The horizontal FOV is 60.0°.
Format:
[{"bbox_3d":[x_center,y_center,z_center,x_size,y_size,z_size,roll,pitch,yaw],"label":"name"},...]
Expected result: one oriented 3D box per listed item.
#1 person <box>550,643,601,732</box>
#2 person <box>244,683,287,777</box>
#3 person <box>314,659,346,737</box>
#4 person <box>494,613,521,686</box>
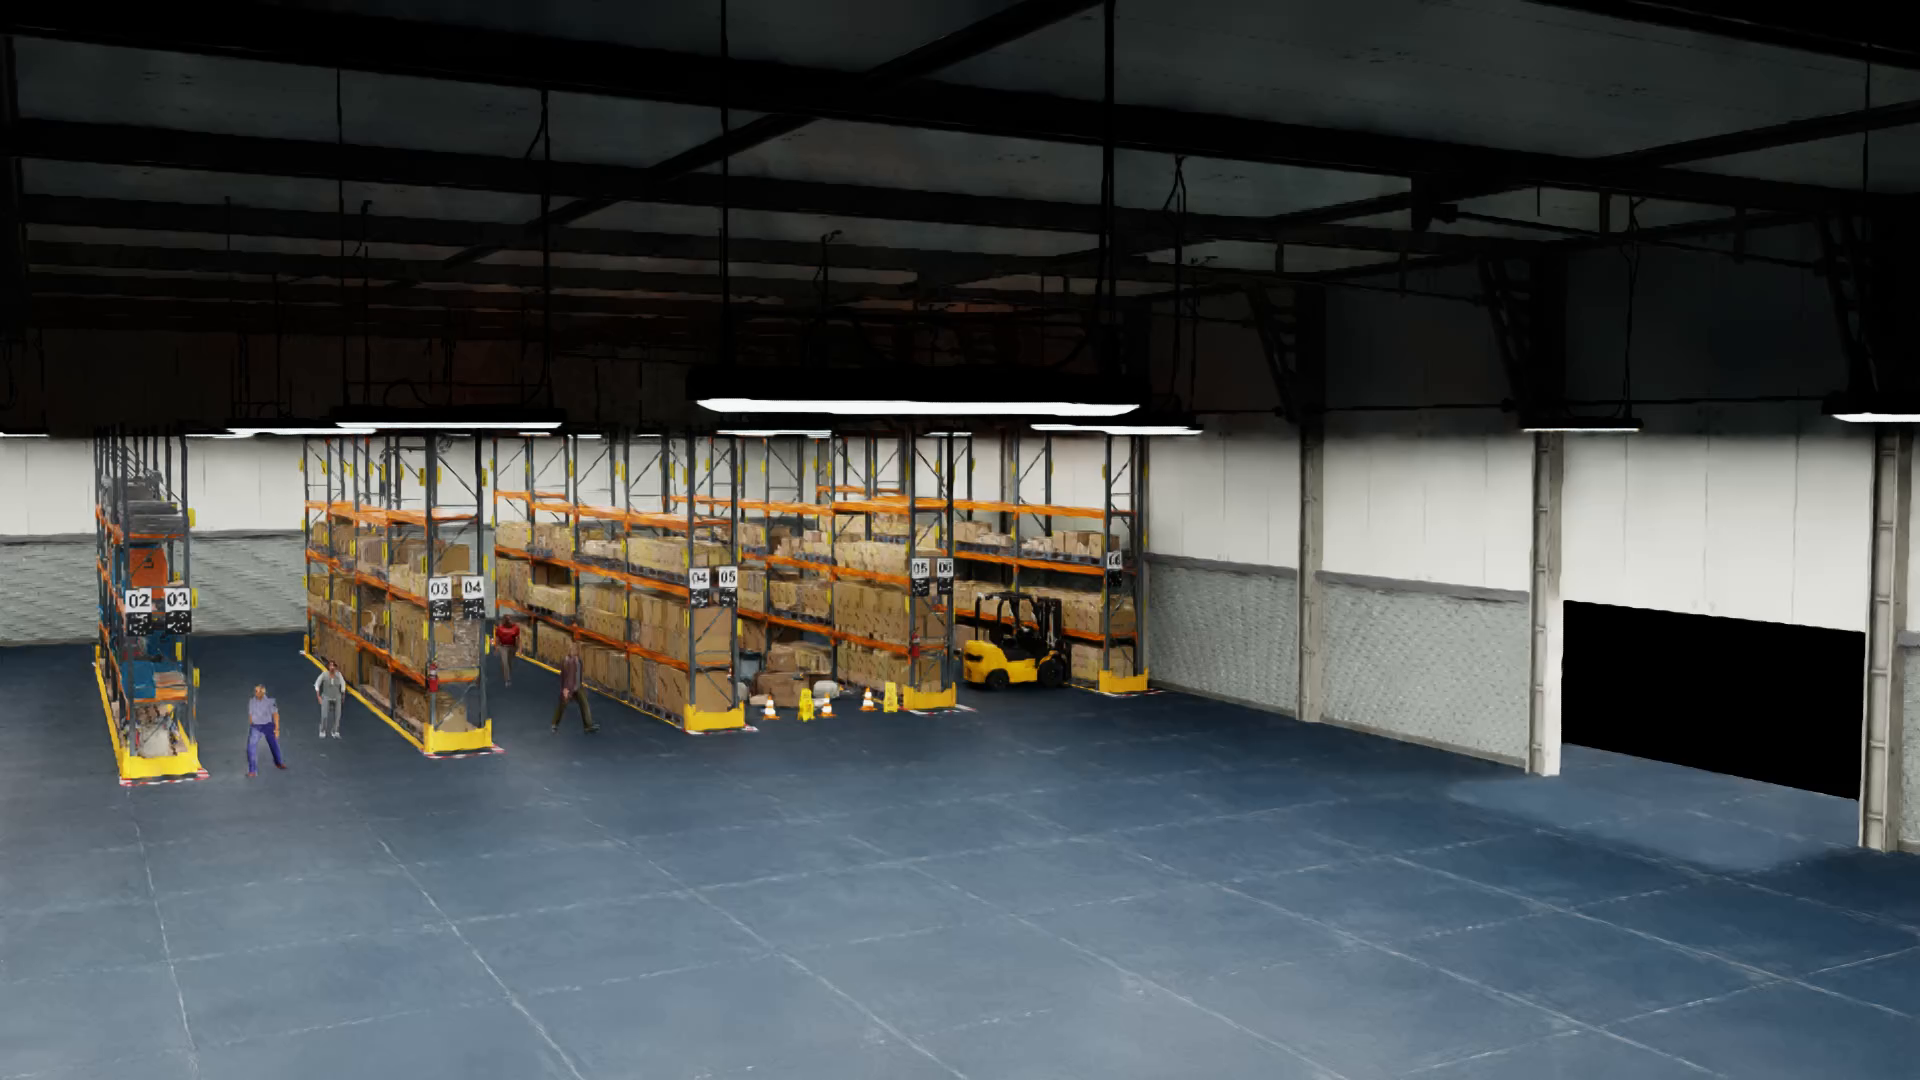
[{"bbox_3d":[-7.570,2.882,32.454,1.010,1.749,0.626,2,4,36],"label":"person"},{"bbox_3d":[-11.862,3.208,28.373,0.534,1.582,0.935,0,3,-8],"label":"person"},{"bbox_3d":[-12.050,3.031,31.825,0.566,1.540,0.516,-2,4,-31],"label":"person"},{"bbox_3d":[-10.531,2.533,38.797,0.554,1.669,1.040,-2,4,-30],"label":"person"}]
